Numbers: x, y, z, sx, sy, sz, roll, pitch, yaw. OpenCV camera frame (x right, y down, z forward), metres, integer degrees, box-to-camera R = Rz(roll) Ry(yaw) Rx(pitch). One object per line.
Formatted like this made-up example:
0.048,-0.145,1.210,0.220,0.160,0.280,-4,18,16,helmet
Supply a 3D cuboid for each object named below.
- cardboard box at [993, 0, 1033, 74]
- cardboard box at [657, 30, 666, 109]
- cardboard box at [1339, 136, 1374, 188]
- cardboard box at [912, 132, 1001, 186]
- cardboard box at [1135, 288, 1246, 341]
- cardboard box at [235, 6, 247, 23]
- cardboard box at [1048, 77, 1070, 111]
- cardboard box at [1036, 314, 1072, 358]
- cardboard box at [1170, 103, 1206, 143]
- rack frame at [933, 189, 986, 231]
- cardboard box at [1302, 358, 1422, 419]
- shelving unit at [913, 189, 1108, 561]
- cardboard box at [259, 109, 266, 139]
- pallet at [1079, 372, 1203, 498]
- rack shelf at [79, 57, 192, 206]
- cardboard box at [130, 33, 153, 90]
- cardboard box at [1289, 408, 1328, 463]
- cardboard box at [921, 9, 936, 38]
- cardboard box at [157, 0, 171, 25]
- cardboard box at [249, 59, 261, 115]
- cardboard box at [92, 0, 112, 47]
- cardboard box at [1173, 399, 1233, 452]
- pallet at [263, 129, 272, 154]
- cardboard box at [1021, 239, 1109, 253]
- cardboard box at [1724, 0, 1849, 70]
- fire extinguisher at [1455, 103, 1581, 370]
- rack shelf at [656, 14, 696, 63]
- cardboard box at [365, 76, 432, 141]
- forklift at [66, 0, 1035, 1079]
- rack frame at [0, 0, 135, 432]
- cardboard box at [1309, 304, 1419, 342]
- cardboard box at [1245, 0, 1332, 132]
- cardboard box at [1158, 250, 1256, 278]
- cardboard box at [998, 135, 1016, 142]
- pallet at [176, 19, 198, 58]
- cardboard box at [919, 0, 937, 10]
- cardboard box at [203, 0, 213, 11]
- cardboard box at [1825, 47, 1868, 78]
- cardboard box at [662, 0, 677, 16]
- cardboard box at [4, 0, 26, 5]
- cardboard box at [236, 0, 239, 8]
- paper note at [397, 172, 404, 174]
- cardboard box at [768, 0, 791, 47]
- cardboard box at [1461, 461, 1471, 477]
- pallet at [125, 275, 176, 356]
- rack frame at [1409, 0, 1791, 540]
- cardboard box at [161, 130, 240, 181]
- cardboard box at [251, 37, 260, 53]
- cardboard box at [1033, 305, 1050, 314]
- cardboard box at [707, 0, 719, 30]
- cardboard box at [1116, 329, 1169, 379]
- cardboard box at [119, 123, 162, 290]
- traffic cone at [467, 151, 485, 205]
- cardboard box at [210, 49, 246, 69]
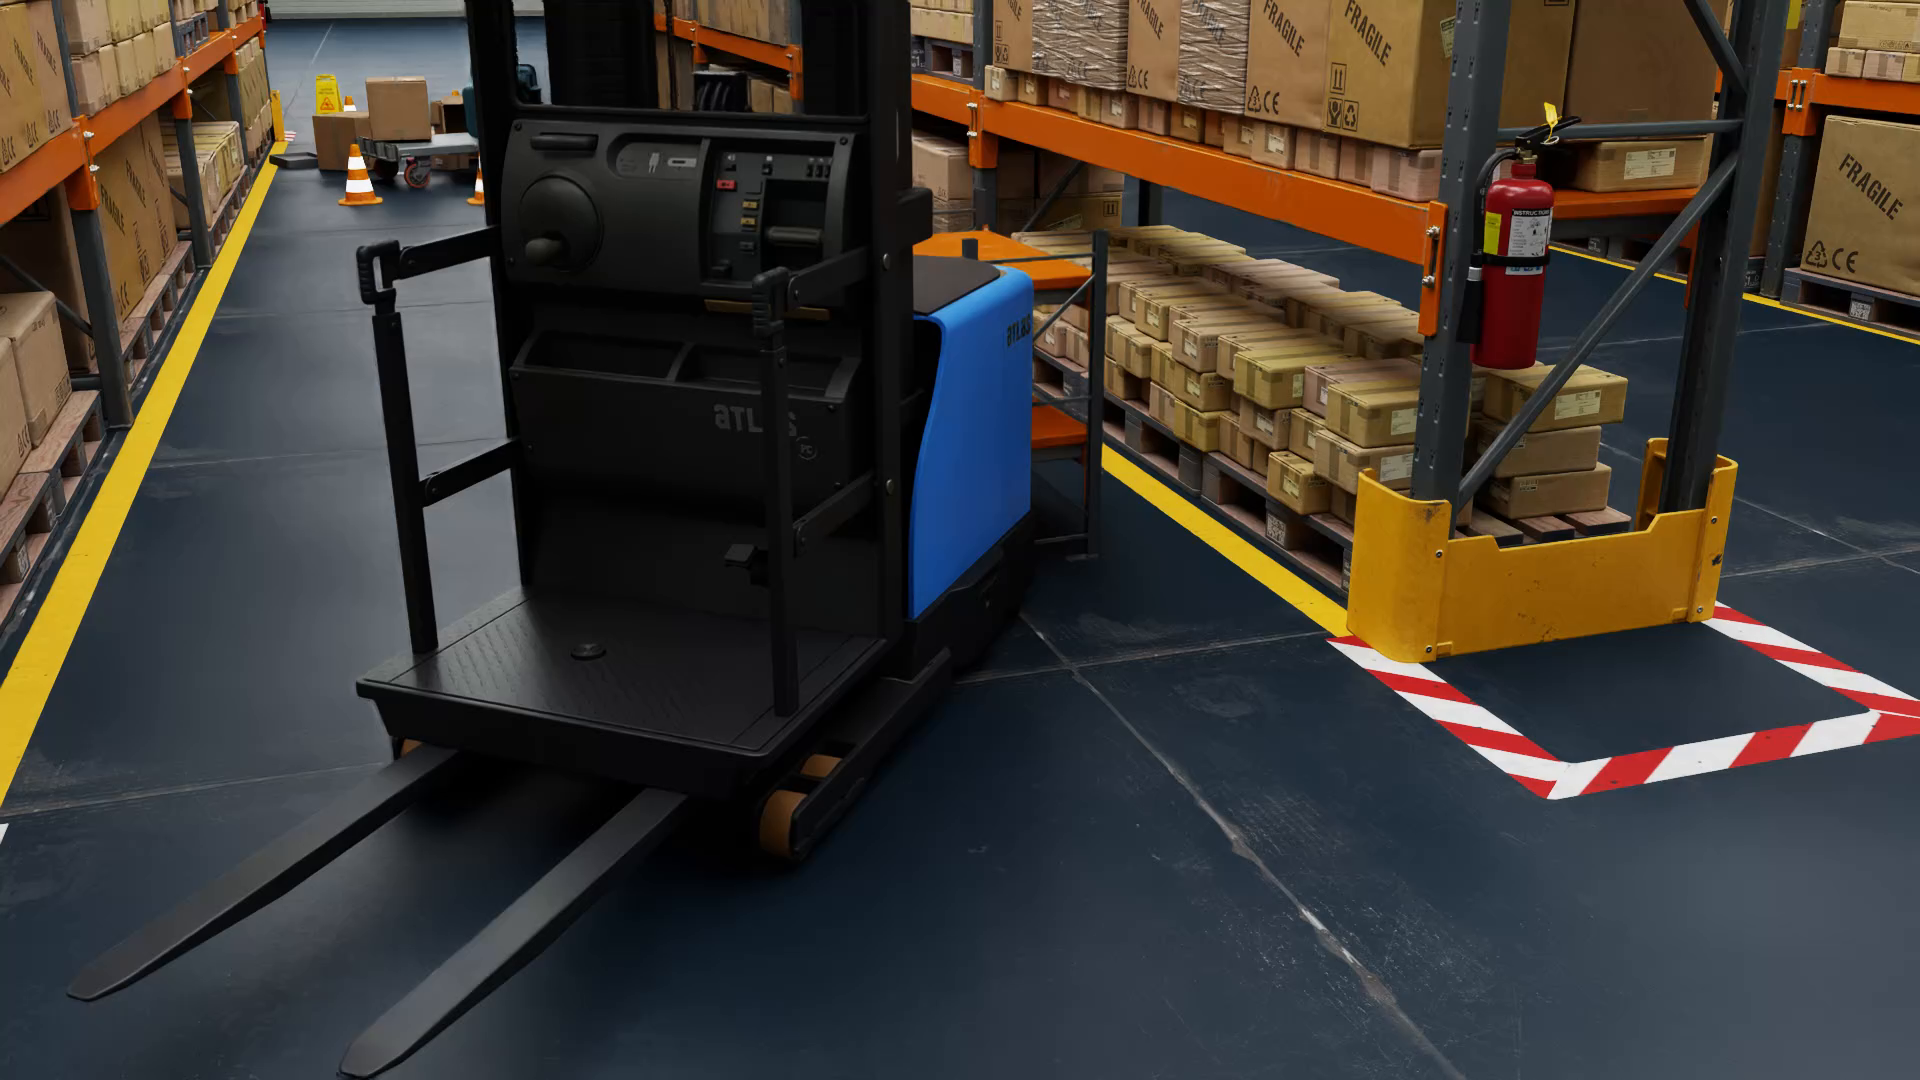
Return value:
0.472,-2.419,7.626,0.500,0.500,0.500,-7,21,-18,cardboard box
-2.940,-5.256,18.634,0.875,0.875,0.875,-6,21,-17,cardboard box
1.400,-1.174,5.120,0.380,0.149,0.250,-6,21,-17,cardboard box
-0.067,-2.170,9.489,0.500,0.250,0.500,-5,20,-15,cardboard box
0.934,-0.917,6.748,0.380,0.149,0.250,-6,21,-17,cardboard box
-6.814,-4.855,15.368,0.380,0.149,0.250,-6,21,-17,cardboard box
0.620,-2.019,7.472,0.380,0.149,0.250,-7,21,-20,cardboard box
0.576,-0.963,7.757,0.380,0.149,0.250,-6,21,-17,cardboard box
1.022,-1.597,6.296,0.380,0.149,0.250,-6,21,-16,cardboard box
-0.137,-0.764,6.380,0.500,1.125,0.032,-8,21,-21,rack frame
1.382,-0.500,5.587,0.380,0.149,0.250,-6,21,-16,cardboard box
0.053,-0.605,5.936,0.538,1.125,1.048,-8,21,-21,shelving unit
-7.049,-4.049,16.197,0.500,0.250,0.500,-7,21,-19,cardboard box
1.188,-0.502,7.001,1.003,0.211,1.213,-6,21,-17,pallet
-4.740,-2.163,8.565,1.077,0.370,4.000,-6,21,-17,rack shelf
-4.458,-2.452,8.526,0.500,0.250,0.500,-7,21,-18,cardboard box
1.345,-0.359,5.634,0.380,0.149,0.250,-7,21,-18,cardboard box
0.006,-2.848,9.158,0.380,0.149,0.250,-7,21,-20,cardboard box
-4.975,-3.179,9.813,0.500,0.250,0.500,-6,21,-17,cardboard box
-6.896,-4.238,15.616,0.500,0.500,0.500,-5,20,-14,cardboard box
-4.173,-2.360,7.531,0.500,0.250,0.500,-6,21,-16,cardboard box
1.042,-0.456,6.344,0.380,0.149,0.250,-7,21,-20,cardboard box
-7.638,-4.109,17.045,1.003,0.211,1.213,-6,21,-17,pallet
0.498,-1.327,7.888,0.380,0.149,0.250,-5,20,-15,cardboard box
4.890,-3.081,9.908,0.500,0.500,0.500,-6,21,-17,cardboard box
1.454,-0.792,4.351,0.296,0.674,0.183,-6,21,-17,fire extinguisher
-2.587,-5.288,17.267,1.077,0.370,4.000,-6,21,-17,rack shelf
-4.946,-3.805,14.651,0.500,0.500,0.500,-6,21,-17,cardboard box
-0.760,-0.793,3.788,1.130,2.935,3.031,7,21,20,forklift
-4.112,-1.859,6.656,1.000,3.000,0.127,-6,21,-17,rack frame
1.578,-0.805,6.437,0.380,0.149,0.250,-6,20,-15,cardboard box
1.271,-1.604,5.357,0.500,0.500,0.500,-7,21,-18,cardboard box
1.125,-1.219,7.588,0.380,0.149,0.250,-6,21,-15,cardboard box
0.405,-2.228,9.649,0.500,0.250,0.500,-6,21,-16,cardboard box
-5.694,-3.270,10.867,1.213,0.211,1.003,-6,21,-17,pallet
-0.006,-2.996,9.129,0.380,0.149,0.250,-7,21,-19,cardboard box
-5.938,-4.124,12.710,0.380,0.149,0.250,-6,21,-17,cardboard box
5.073,-2.664,9.267,0.380,0.149,0.250,-6,21,-17,cardboard box
-2.600,-5.692,17.105,0.875,0.550,0.500,-6,21,-17,cardboard box
-3.549,-2.091,5.675,0.500,0.500,0.500,-7,21,-18,cardboard box
-6.680,-4.943,14.654,0.500,0.500,0.500,-6,21,-17,cardboard box
-5.173,-3.381,15.284,0.148,0.019,0.142,-6,21,-17,paper note
-1.098,-3.865,12.090,0.500,0.500,0.500,-6,21,-17,cardboard box
1.792,-0.268,5.820,0.380,0.149,0.250,-6,21,-17,cardboard box
-4.813,-1.179,8.886,1.003,0.211,1.213,-6,21,-17,pallet
1.813,-1.134,4.637,1.000,3.000,0.127,-6,21,-17,rack frame
-6.230,-2.989,13.068,0.950,0.372,0.625,-5,20,-14,cardboard box
-7.205,-4.932,16.588,0.380,0.149,0.250,-6,21,-16,cardboard box
0.531,-1.192,7.953,0.380,0.149,0.250,-6,21,-17,cardboard box
-1.889,-4.673,14.341,0.500,0.500,0.500,-6,21,-17,cardboard box
0.860,-0.770,6.780,0.380,0.149,0.250,-6,21,-17,cardboard box
-4.954,-1.824,9.078,0.875,0.875,0.875,-6,21,-17,cardboard box
-3.867,-2.997,13.575,0.336,0.463,0.334,-6,21,-17,traffic cone
-6.537,-4.253,14.697,0.380,0.149,0.250,-6,21,-16,cardboard box
